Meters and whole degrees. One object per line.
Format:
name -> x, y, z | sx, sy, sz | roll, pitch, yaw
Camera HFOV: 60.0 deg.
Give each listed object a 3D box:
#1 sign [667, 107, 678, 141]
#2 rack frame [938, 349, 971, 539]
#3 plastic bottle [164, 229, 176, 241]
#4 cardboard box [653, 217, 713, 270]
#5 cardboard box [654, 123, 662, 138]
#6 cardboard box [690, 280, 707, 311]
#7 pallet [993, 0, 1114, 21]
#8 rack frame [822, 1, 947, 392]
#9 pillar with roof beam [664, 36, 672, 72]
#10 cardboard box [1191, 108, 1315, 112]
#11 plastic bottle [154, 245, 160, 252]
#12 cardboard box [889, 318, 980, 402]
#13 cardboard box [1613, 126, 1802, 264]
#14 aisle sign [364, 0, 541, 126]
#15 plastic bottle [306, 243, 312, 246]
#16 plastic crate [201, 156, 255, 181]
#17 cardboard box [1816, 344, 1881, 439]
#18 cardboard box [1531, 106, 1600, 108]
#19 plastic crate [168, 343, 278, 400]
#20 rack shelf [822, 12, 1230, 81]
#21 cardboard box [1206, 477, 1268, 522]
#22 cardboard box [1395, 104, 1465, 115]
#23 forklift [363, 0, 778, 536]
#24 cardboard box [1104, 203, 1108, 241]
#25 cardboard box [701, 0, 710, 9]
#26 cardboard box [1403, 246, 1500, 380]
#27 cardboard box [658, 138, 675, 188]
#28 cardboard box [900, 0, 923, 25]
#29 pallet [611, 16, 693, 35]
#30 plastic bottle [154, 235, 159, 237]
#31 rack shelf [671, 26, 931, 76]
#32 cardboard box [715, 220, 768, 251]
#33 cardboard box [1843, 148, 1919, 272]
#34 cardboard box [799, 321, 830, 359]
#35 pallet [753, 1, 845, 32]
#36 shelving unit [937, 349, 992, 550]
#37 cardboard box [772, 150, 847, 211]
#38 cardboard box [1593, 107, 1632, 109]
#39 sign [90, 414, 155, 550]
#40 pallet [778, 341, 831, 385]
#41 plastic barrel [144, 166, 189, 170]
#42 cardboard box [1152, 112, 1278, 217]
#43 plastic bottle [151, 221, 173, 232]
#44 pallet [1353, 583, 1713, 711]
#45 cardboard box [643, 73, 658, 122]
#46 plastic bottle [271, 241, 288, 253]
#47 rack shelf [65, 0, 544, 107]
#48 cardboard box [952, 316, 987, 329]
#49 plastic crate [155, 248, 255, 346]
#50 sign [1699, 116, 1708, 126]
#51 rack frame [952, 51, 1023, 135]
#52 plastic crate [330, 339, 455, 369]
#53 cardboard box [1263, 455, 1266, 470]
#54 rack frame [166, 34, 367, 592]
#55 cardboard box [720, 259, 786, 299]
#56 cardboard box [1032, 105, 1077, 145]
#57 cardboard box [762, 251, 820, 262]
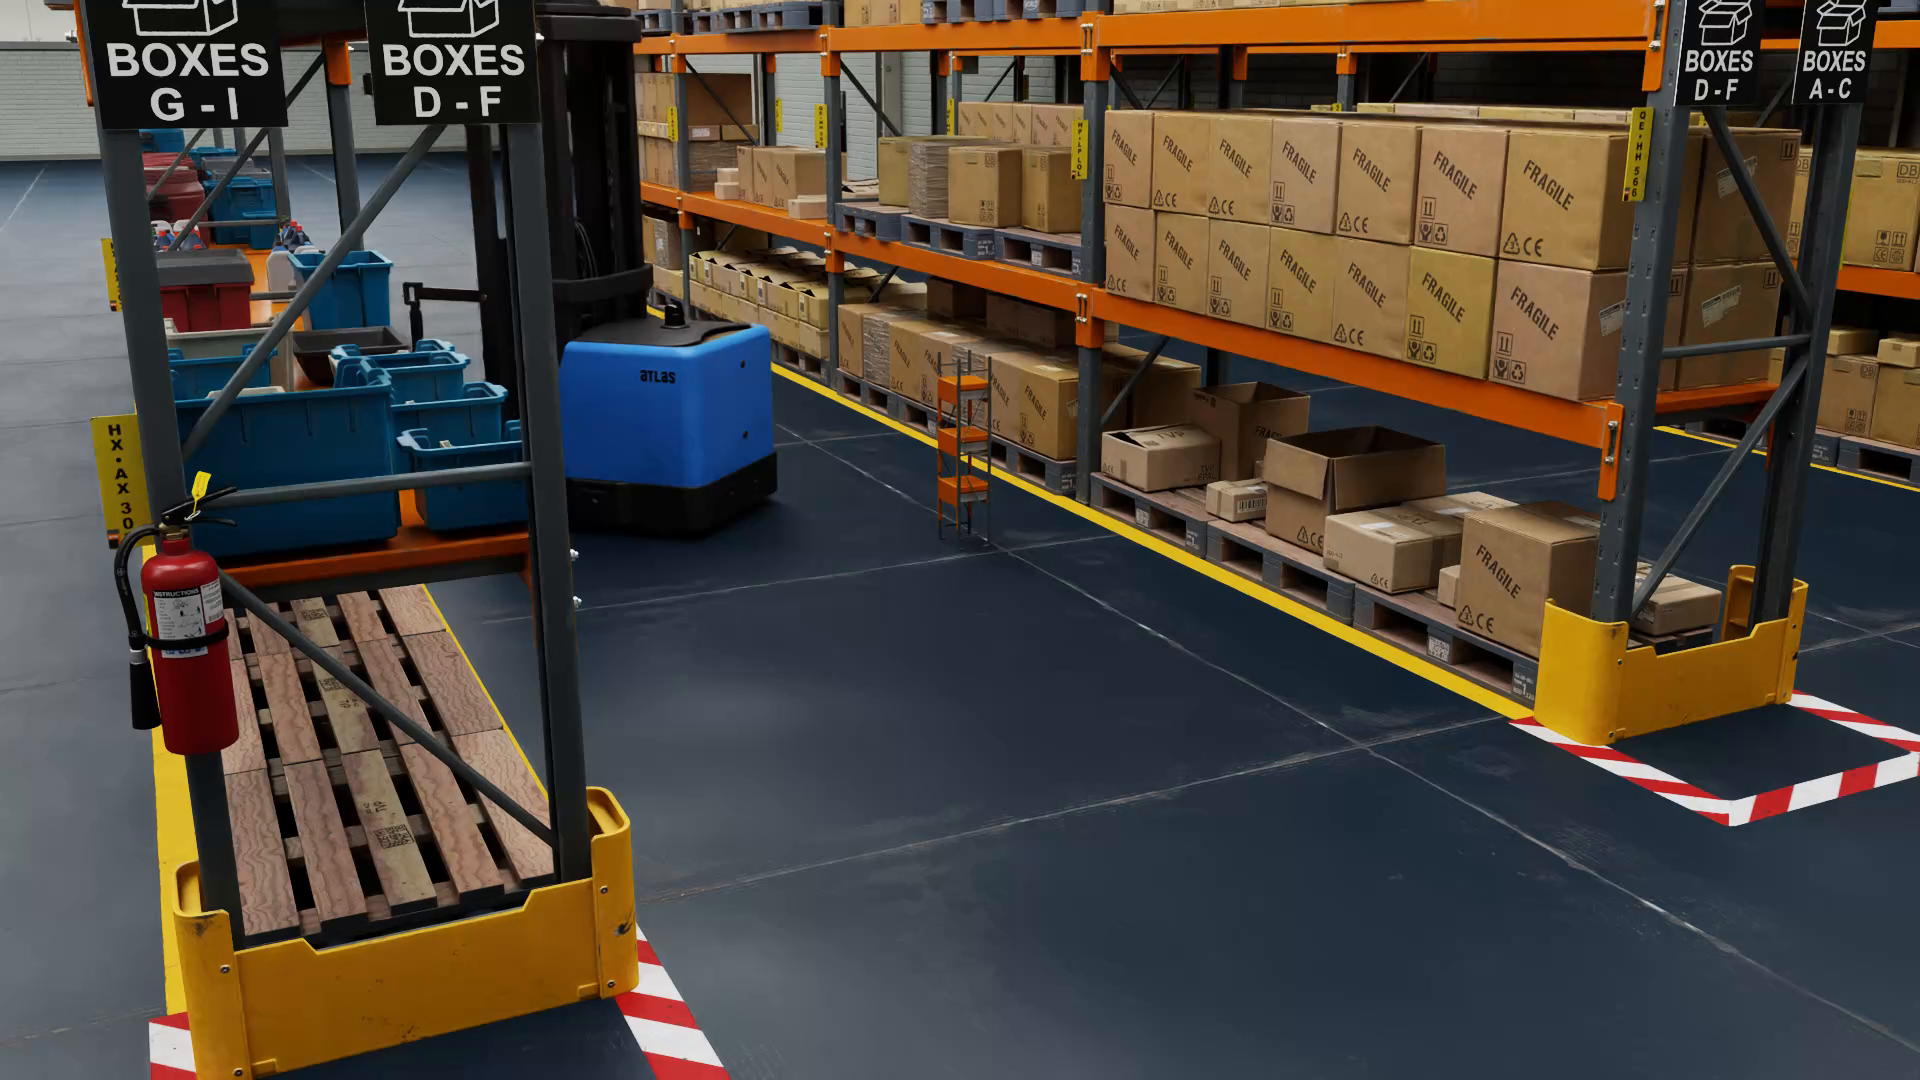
sign -> -2.828, -4.091, 16.356 | 0.100, 0.325, 0.005 | -8, 18, -25
rack frame -> -0.030, -0.522, 9.165 | 0.200, 1.050, 0.008 | -8, 18, -25
plastic bottle -> -4.849, -1.767, 10.205 | 0.097, 0.271, 0.097 | 0, 16, 0
cardboard box -> -2.938, -3.159, 17.685 | 0.500, 0.500, 0.500 | -8, 18, -25
cardboard box -> -2.981, -4.297, 17.429 | 0.380, 0.149, 0.250 | -8, 18, -25
cardboard box -> -2.376, -2.455, 16.590 | 0.500, 0.250, 0.500 | -8, 18, -26
pallet -> 0.953, -3.242, 10.014 | 1.213, 0.211, 1.003 | -8, 18, -25
rack frame -> -0.577, -2.713, 13.265 | 1.000, 3.000, 0.127 | -8, 18, -25
pillar with roof beam -> -10.302, -12.053, 34.939 | 9.100, 9.000, 0.400 | -8, 18, -25
cardboard box -> 1.629, -2.155, 9.330 | 0.500, 0.500, 0.500 | -8, 18, -25
plastic bottle -> -4.426, -1.484, 9.196 | 0.061, 0.283, 0.133 | -8, 18, -25
cardboard box -> -0.185, -1.321, 12.150 | 0.500, 0.500, 0.500 | -8, 18, -26
cardboard box -> 2.970, -1.400, 6.696 | 0.500, 0.500, 0.500 | -7, 17, -23
aisle sign -> -1.228, -1.399, 3.975 | 0.394, 0.787, 0.004 | -8, 18, -25
plastic bottle -> -3.673, -1.541, 9.417 | 0.097, 0.271, 0.097 | 0, 16, 0
plastic crate -> -6.297, -3.055, 14.341 | 0.402, 0.464, 0.583 | -8, 18, -25
cardboard box -> 6.079, -0.998, 11.061 | 0.700, 0.500, 0.500 | -8, 18, -25
cardboard box -> 4.975, -3.410, 13.578 | 0.500, 0.250, 0.500 | -8, 18, -26
plastic crate -> -2.657, -0.558, 5.952 | 0.416, 0.233, 0.300 | -8, 18, -25
rack shelf -> 0.299, -3.313, 11.223 | 1.077, 0.370, 4.000 | -8, 18, -25
cardboard box -> 1.553, -0.227, 8.942 | 0.380, 0.166, 0.250 | -8, 18, -25
cardboard box -> 4.077, -3.596, 14.229 | 0.500, 0.250, 0.500 | -8, 18, -26
forklift -> -2.674, -1.660, 9.721 | 3.031, 2.935, 1.130 | 6, 17, 19
cardboard box -> 1.169, -2.115, 10.241 | 0.500, 0.500, 0.700 | 15, 22, 42
cardboard box -> -2.313, -5.620, 16.763 | 0.500, 0.500, 0.500 | -6, 17, -20
cardboard box -> 2.256, -0.983, 7.058 | 0.500, 0.500, 0.500 | -7, 18, -24
cardboard box -> -2.767, -3.992, 17.542 | 0.700, 0.500, 0.500 | -8, 18, -25
cardboard box -> 0.095, -3.843, 11.585 | 0.910, 0.500, 0.500 | -8, 18, -25
pallet -> -3.257, -5.614, 18.099 | 1.003, 0.211, 1.213 | -8, 18, -25
plastic bottle -> -4.744, -1.670, 9.864 | 0.097, 0.271, 0.097 | 0, 16, 0
rack shelf -> -1.453, -4.305, 14.679 | 1.077, 0.370, 4.000 | -8, 18, -25
cardboard box -> -2.251, -3.098, 17.472 | 0.500, 0.500, 0.500 | -8, 18, -25
cardboard box -> 6.164, -2.146, 10.748 | 0.980, 0.700, 0.700 | -8, 18, -26
cardboard box -> -1.027, -1.694, 13.939 | 0.500, 0.250, 0.500 | -7, 18, -24
pallet -> -0.955, -4.221, 13.427 | 1.213, 0.211, 1.003 | -7, 17, -22
shelving unit -> 0.023, -0.491, 9.060 | 0.215, 1.050, 0.252 | -8, 18, -25
cardboard box -> -1.327, -3.175, 14.695 | 0.500, 0.500, 0.500 | -9, 18, -28
cardboard box -> 5.200, -3.280, 13.125 | 0.500, 0.250, 0.500 | -8, 18, -27
sign -> -2.014, -0.139, 4.002 | 0.100, 0.325, 0.005 | -8, 18, -25
pallet -> -0.903, -1.581, 14.378 | 1.003, 0.211, 1.213 | -8, 18, -25
plastic barrel -> -5.859, -2.502, 12.330 | 0.421, 0.512, 0.421 | 0, 16, 0
cardboard box -> 1.355, -1.971, 8.686 | 0.500, 0.500, 0.500 | -8, 18, -27
plastic bottle -> -5.133, -1.909, 10.690 | 0.152, 0.276, 0.135 | -8, 18, -25
pallet -> 2.544, 0.395, 7.492 | 1.003, 0.211, 1.213 | -8, 18, -25
cardboard box -> -2.971, -4.735, 17.779 | 0.700, 0.500, 0.500 | -8, 18, -25
plastic bottle -> -3.888, -1.572, 9.524 | 0.097, 0.271, 0.097 | 0, 16, 0
rack shelf -> -2.403, -1.723, 5.684 | 1.077, 0.370, 4.000 | -8, 18, -25
cardboard box -> 0.270, -1.391, 12.393 | 0.500, 0.500, 0.500 | -8, 18, -27
plastic crate -> -3.114, -0.931, 6.832 | 0.402, 0.464, 0.583 | -8, 18, -25
sign -> 5.143, -2.771, 11.513 | 0.100, 0.325, 0.005 | -8, 18, -25
rack frame -> 0.369, -5.296, 22.267 | 1.000, 3.000, 0.127 | -8, 18, -25
plastic crate -> -2.047, -0.582, 6.034 | 0.416, 0.233, 0.300 | -8, 18, -25
cardboard box -> 2.008, -0.347, 9.099 | 0.500, 0.311, 0.500 | -8, 18, -25
rack frame -> -3.279, -1.123, 7.727 | 1.000, 3.000, 0.127 | -8, 18, -25
cardboard box -> -1.930, -2.469, 15.622 | 0.500, 0.311, 0.500 | -8, 18, -27
cardboard box -> 1.202, -4.931, 19.872 | 0.500, 0.500, 0.500 | -8, 18, -26
cardboard box -> -1.661, -2.660, 16.290 | 0.500, 0.311, 0.500 | -7, 17, -23
